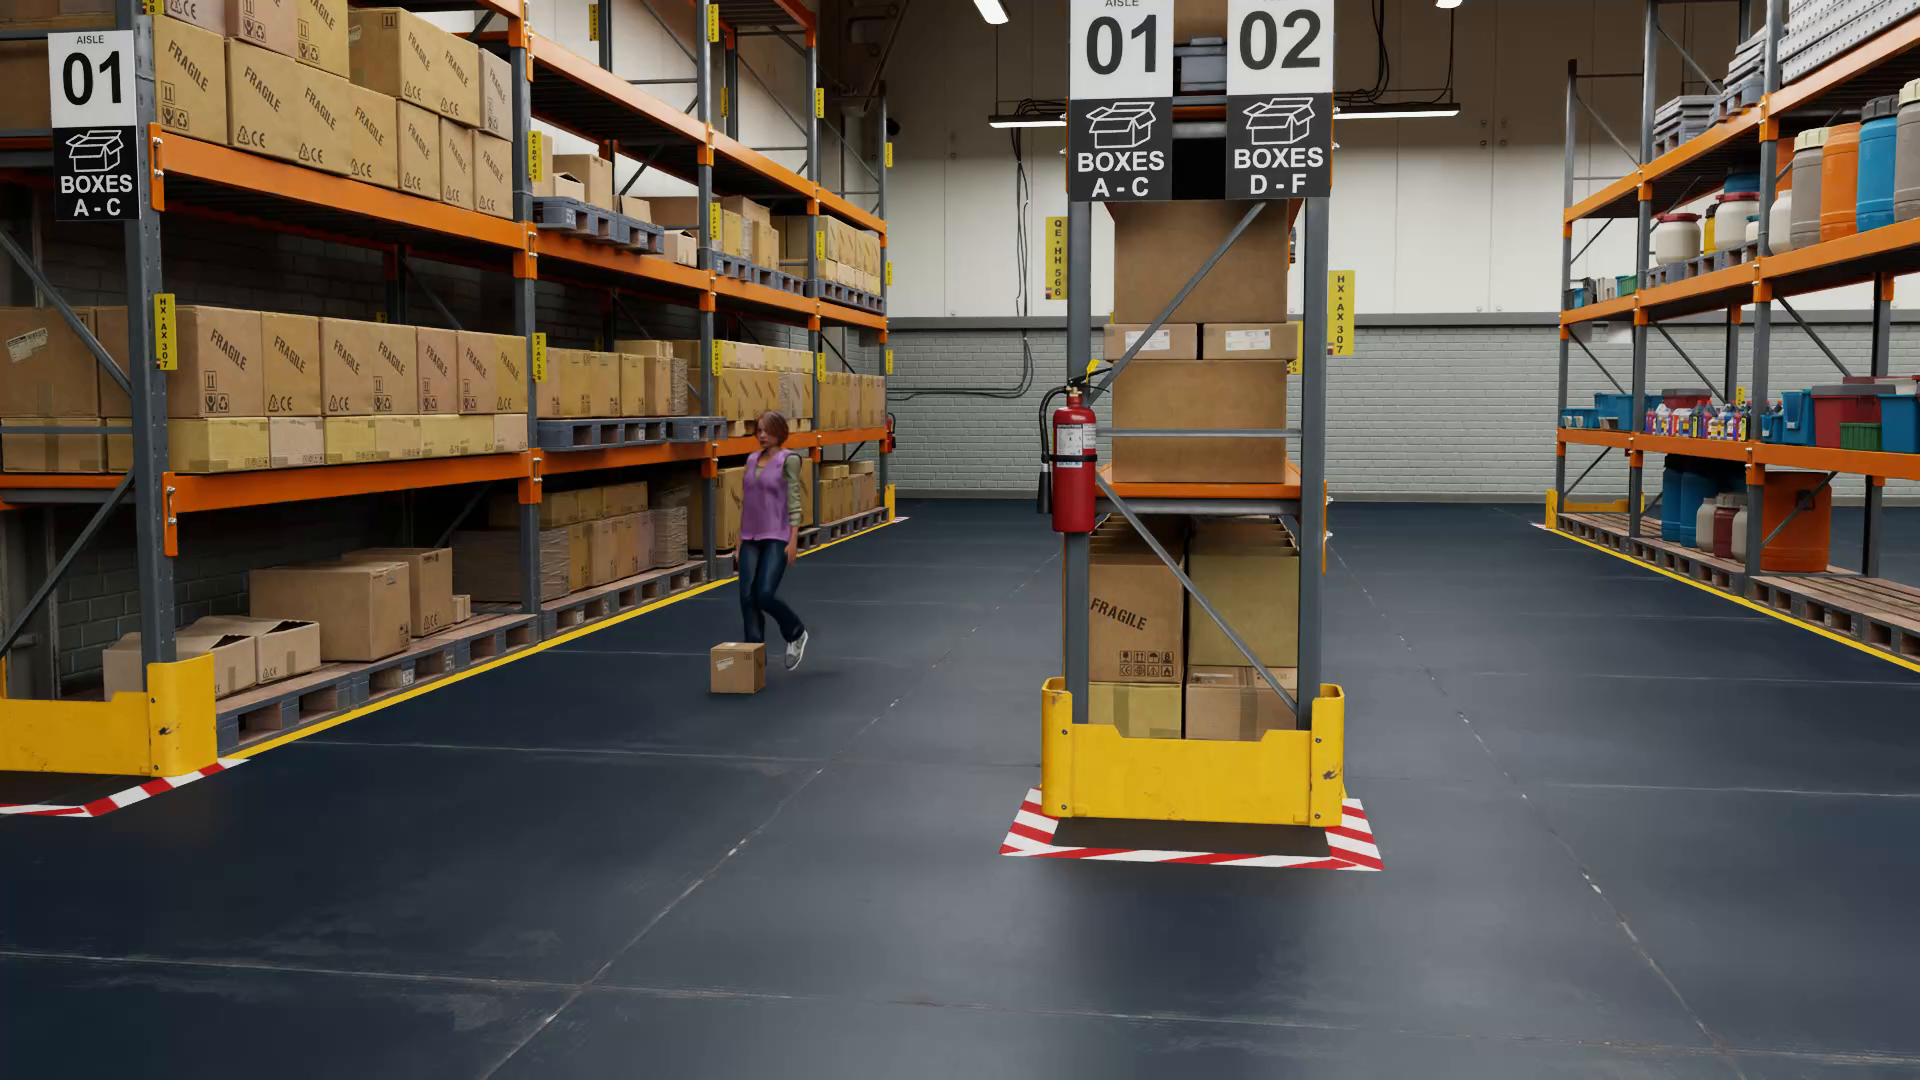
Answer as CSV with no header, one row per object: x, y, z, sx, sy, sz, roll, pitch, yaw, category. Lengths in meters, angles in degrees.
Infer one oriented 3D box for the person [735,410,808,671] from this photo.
-1.166,0.023,9.859,0.456,1.586,0.520,3,6,33,person
